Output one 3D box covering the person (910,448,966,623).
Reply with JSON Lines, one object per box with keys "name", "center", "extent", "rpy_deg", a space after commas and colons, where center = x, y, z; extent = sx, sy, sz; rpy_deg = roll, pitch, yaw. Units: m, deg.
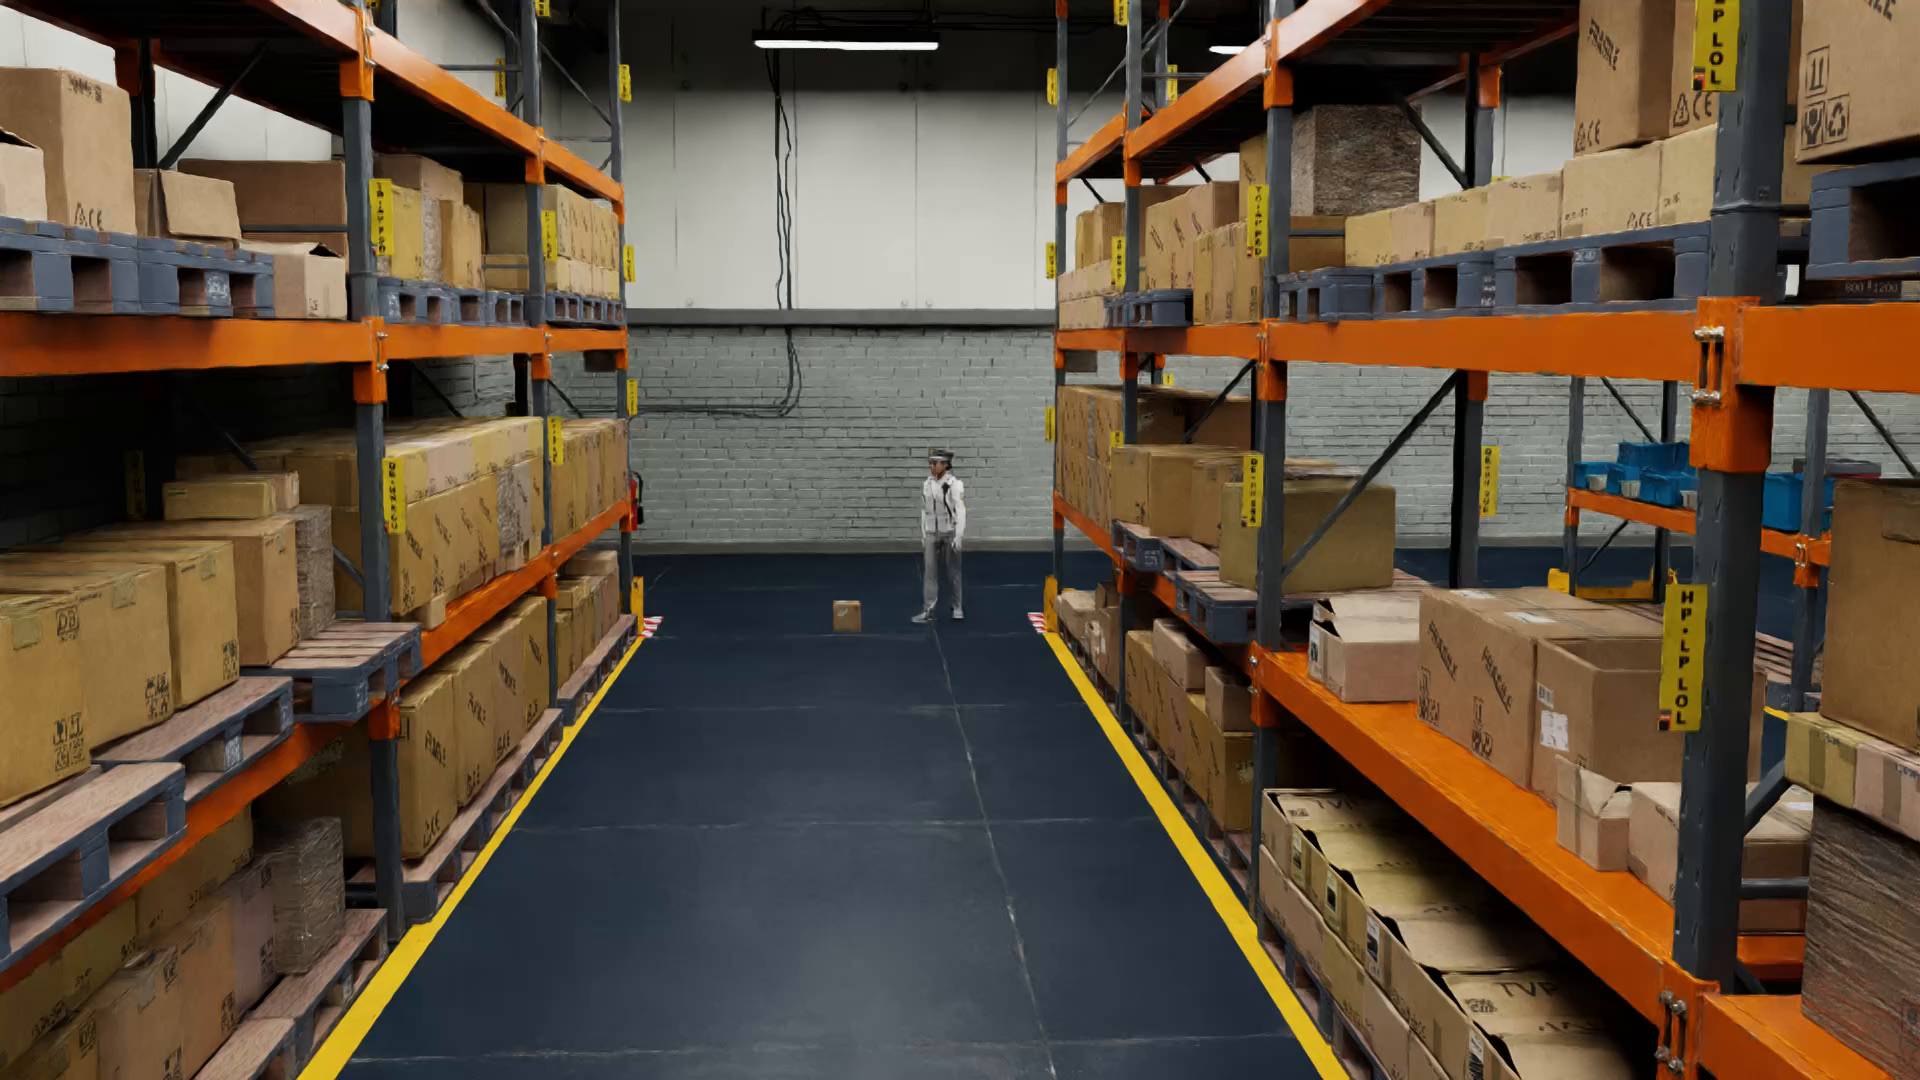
{"name": "person", "center": [-0.190, -0.051, 16.078], "extent": [0.462, 1.677, 0.581], "rpy_deg": [3, 8, 24]}
